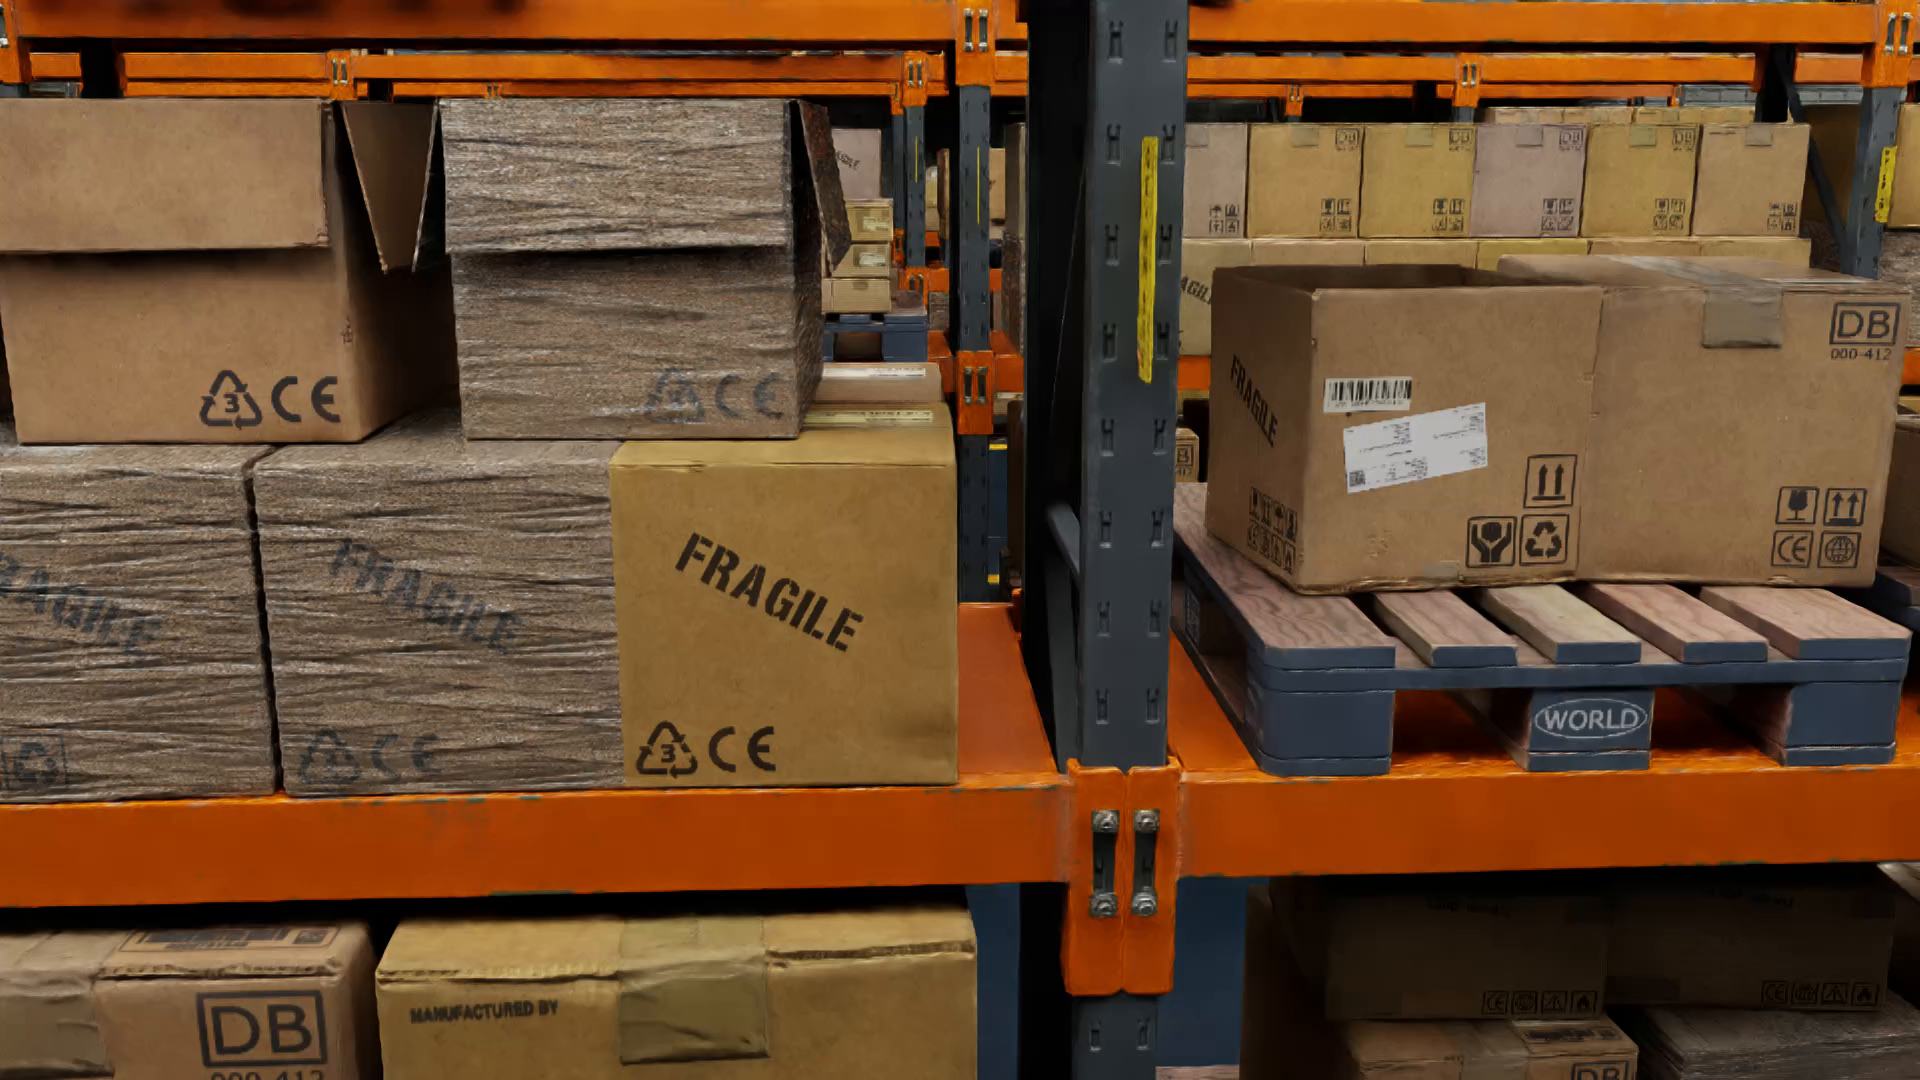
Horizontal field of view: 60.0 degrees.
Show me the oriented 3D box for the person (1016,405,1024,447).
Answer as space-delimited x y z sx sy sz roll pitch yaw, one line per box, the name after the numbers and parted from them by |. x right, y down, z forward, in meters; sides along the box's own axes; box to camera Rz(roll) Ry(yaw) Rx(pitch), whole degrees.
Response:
0.597 -0.074 6.308 0.728 1.639 0.652 -3 14 -13 | person
